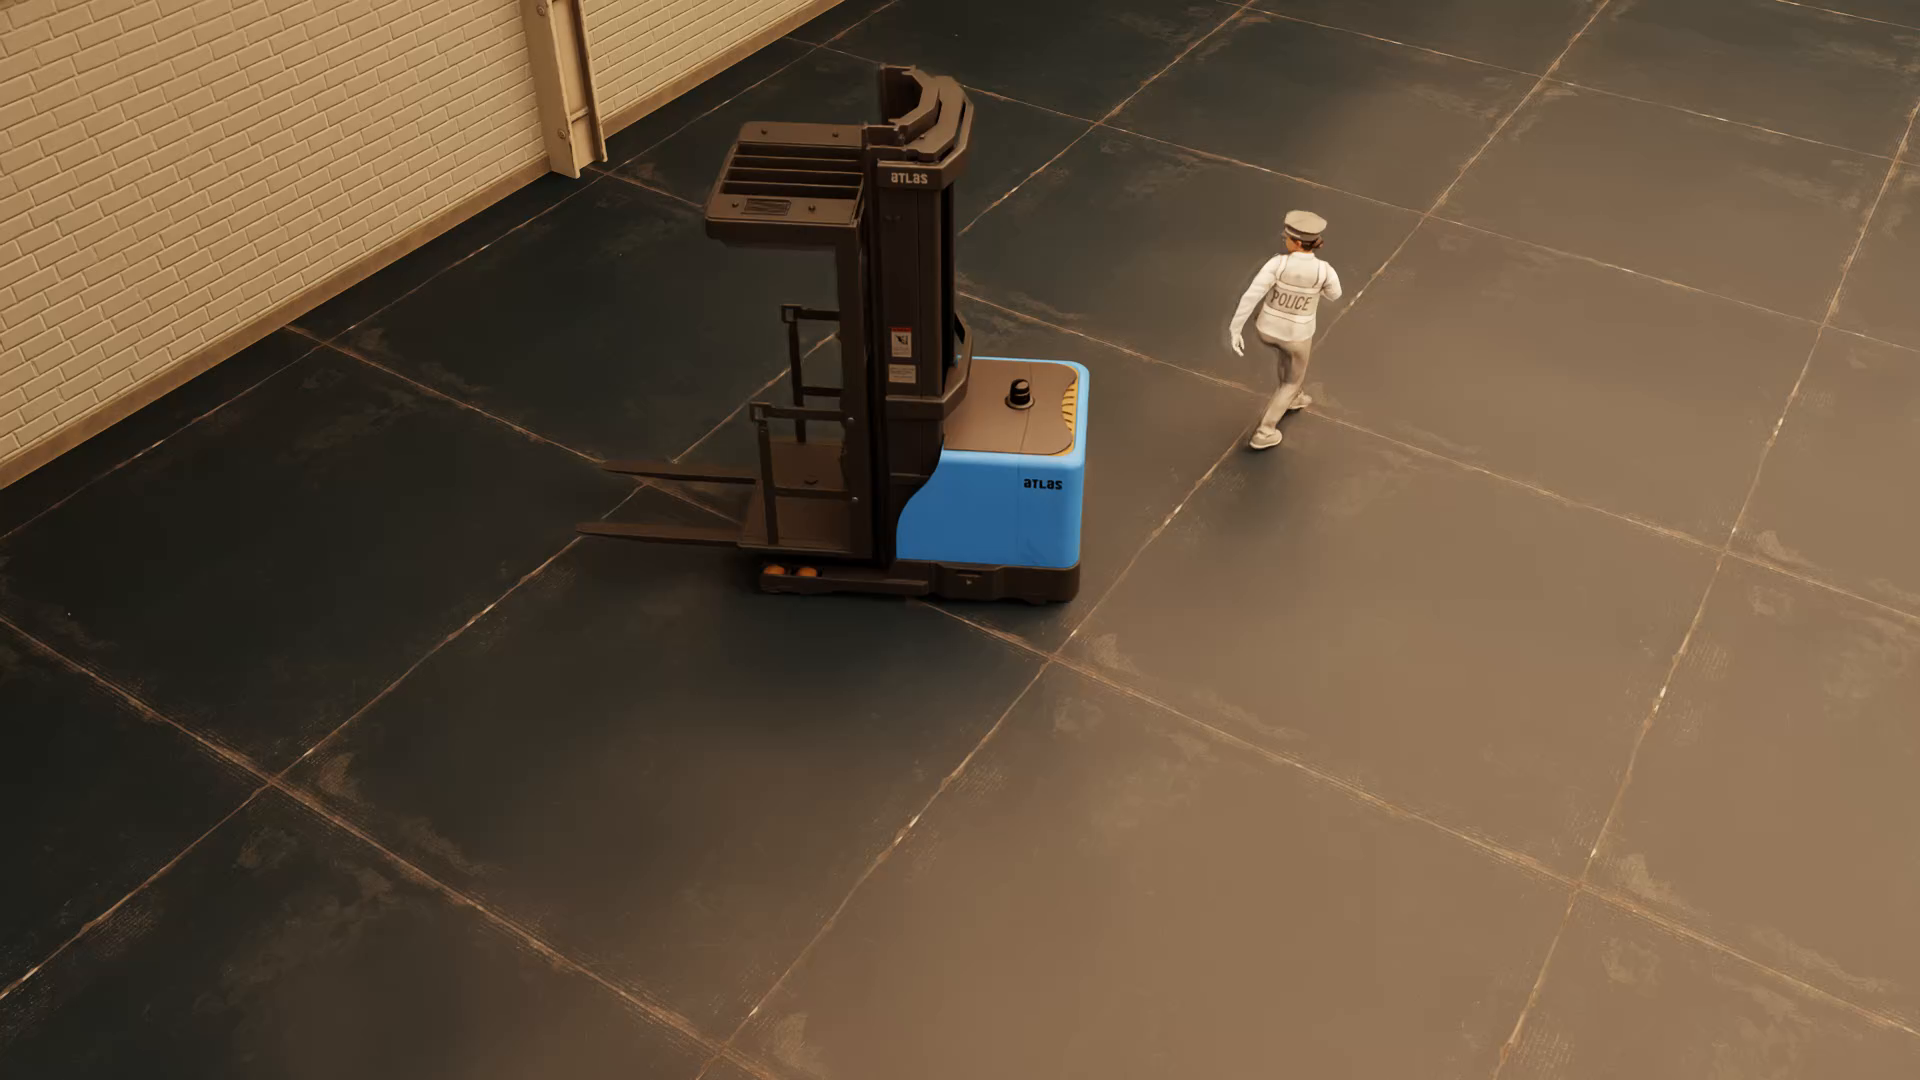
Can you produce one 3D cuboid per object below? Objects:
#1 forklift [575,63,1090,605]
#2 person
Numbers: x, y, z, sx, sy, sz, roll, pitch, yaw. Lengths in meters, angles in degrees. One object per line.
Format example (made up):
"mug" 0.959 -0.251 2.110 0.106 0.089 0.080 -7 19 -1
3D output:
"forklift" -0.771 -1.130 9.301 3.031 2.935 1.130 3 40 4
"person" 2.101 -1.355 10.627 0.513 1.617 0.887 22 45 24
